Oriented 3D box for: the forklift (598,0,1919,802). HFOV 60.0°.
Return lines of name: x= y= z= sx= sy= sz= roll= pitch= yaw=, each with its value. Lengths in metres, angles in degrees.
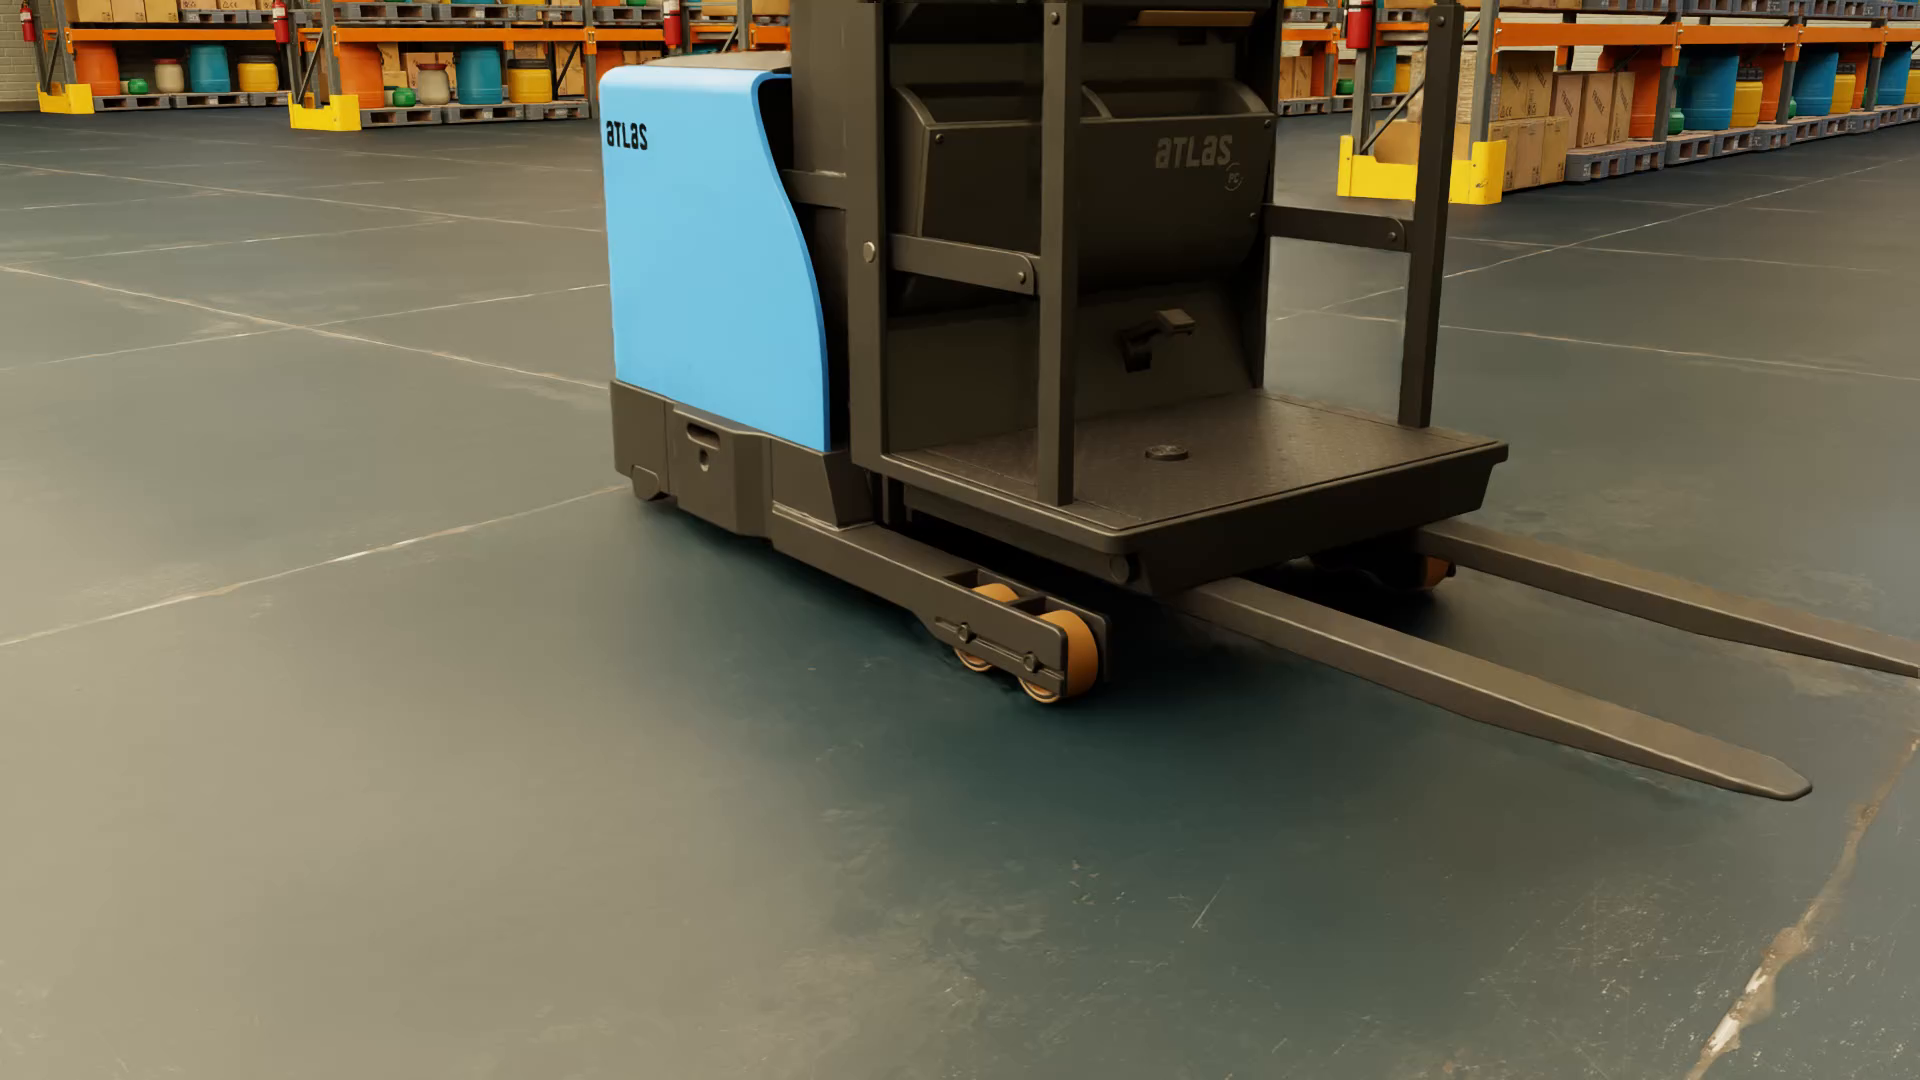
forklift: x=0.398 y=-1.271 z=3.085 sx=1.130 sy=2.935 sz=3.031 roll=-12 pitch=21 yaw=-35
